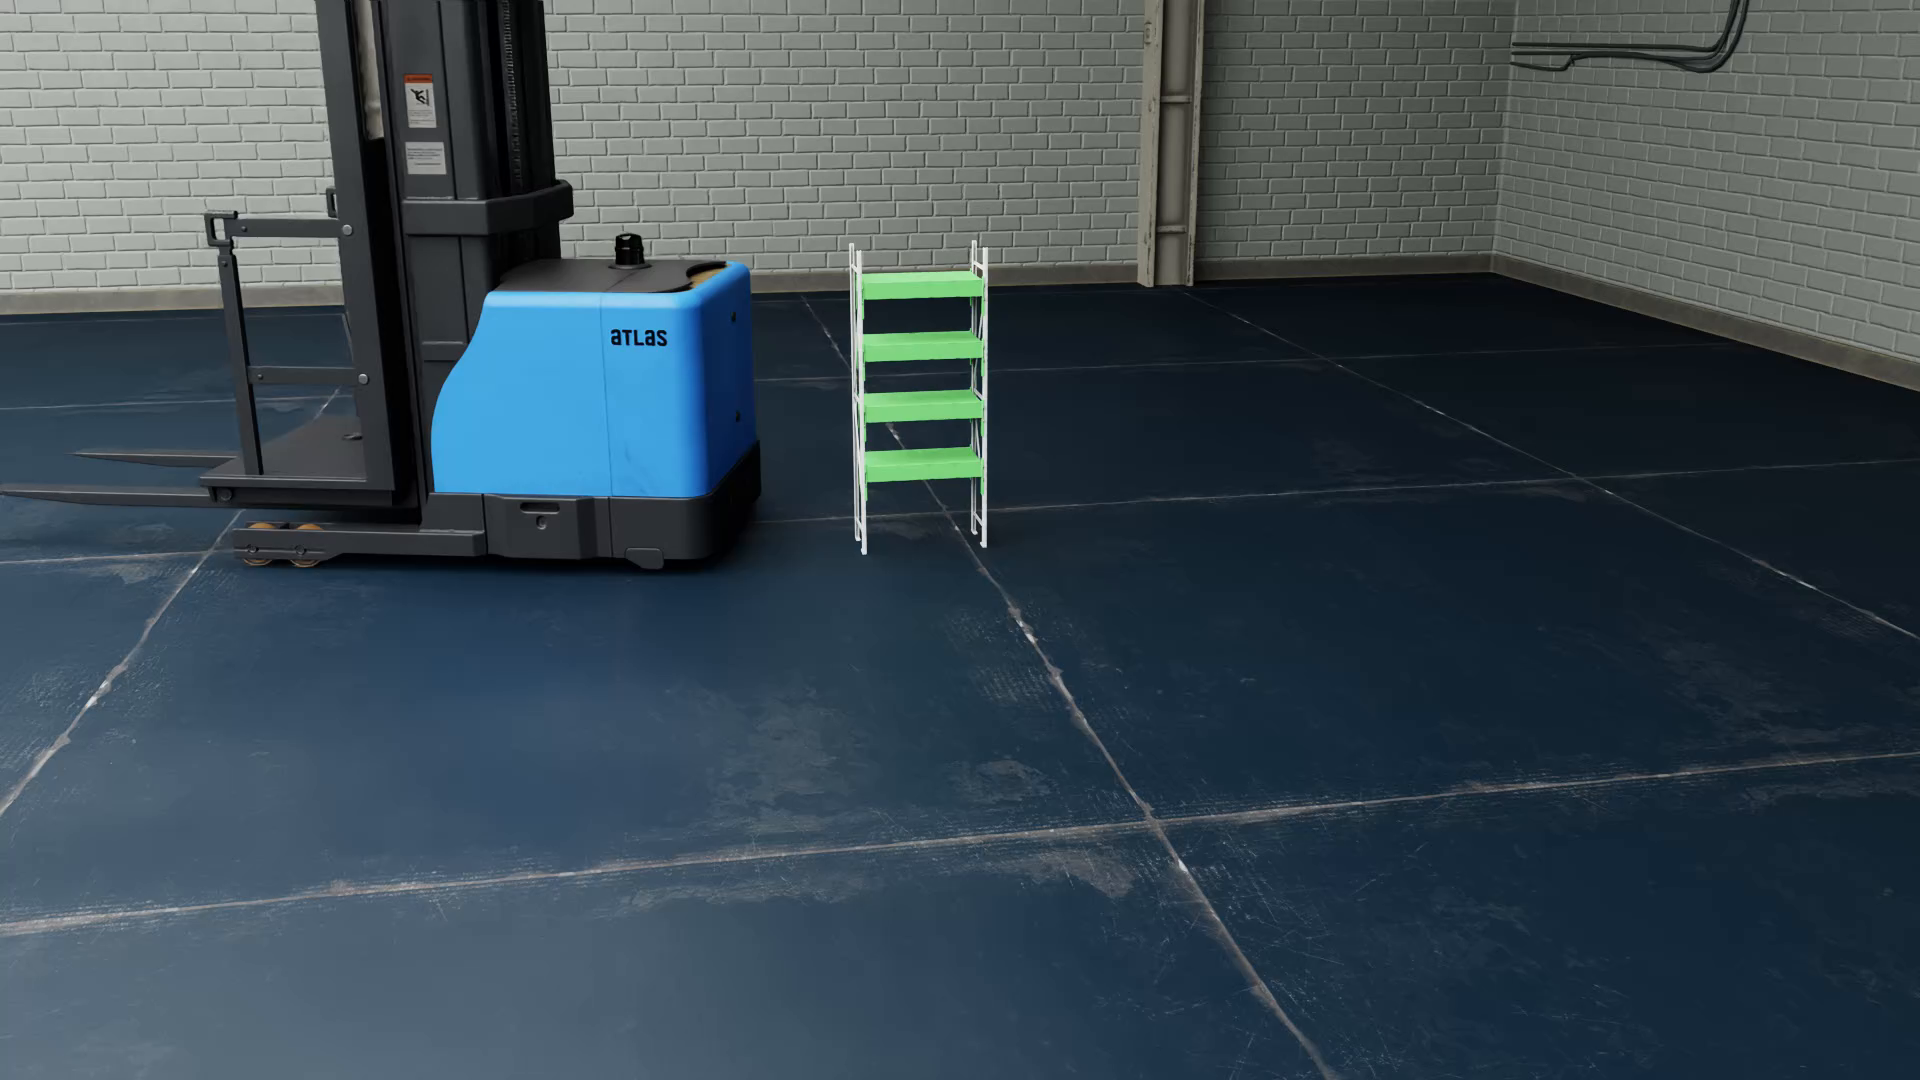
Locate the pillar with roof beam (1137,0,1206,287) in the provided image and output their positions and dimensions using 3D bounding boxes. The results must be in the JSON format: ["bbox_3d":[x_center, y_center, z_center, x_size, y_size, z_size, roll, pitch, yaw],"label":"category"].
[{"bbox_3d":[2.502,-5.170,8.317,0.400,9.000,9.100,-3,17,-10],"label":"pillar with roof beam"}]

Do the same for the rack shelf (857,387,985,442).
[{"bbox_3d":[-0.163,-0.503,6.624,0.480,0.148,0.258,-3,17,-10],"label":"rack shelf"}]

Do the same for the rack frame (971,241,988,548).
[{"bbox_3d":[0.077,-0.578,6.650,0.015,1.200,0.240,-3,17,-10],"label":"rack frame"}]

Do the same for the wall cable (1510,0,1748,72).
[{"bbox_3d":[4.829,-4.709,12.106,0.112,2.526,3.097,-3,17,-10],"label":"wall cable"}]

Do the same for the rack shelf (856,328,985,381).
[{"bbox_3d":[-0.163,-0.733,6.554,0.480,0.148,0.258,-3,17,-10],"label":"rack shelf"}]

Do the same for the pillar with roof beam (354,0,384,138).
[{"bbox_3d":[-3.389,-4.835,7.229,0.400,9.000,9.100,-3,17,-10],"label":"pillar with roof beam"}]

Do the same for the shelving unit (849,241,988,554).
[{"bbox_3d":[-0.163,-0.564,6.606,0.503,1.200,0.258,-3,17,-10],"label":"shelving unit"}]

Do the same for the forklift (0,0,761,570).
[{"bbox_3d":[-2.409,-1.446,6.529,3.031,2.935,1.130,1,17,5],"label":"forklift"}]

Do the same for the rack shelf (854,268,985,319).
[{"bbox_3d":[-0.163,-0.962,6.483,0.480,0.148,0.258,-3,17,-10],"label":"rack shelf"}]

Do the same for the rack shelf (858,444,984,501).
[{"bbox_3d":[-0.163,-0.274,6.695,0.480,0.148,0.258,-3,17,-10],"label":"rack shelf"}]

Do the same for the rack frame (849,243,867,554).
[{"bbox_3d":[-0.402,-0.551,6.561,0.015,1.200,0.240,-3,17,-10],"label":"rack frame"}]
